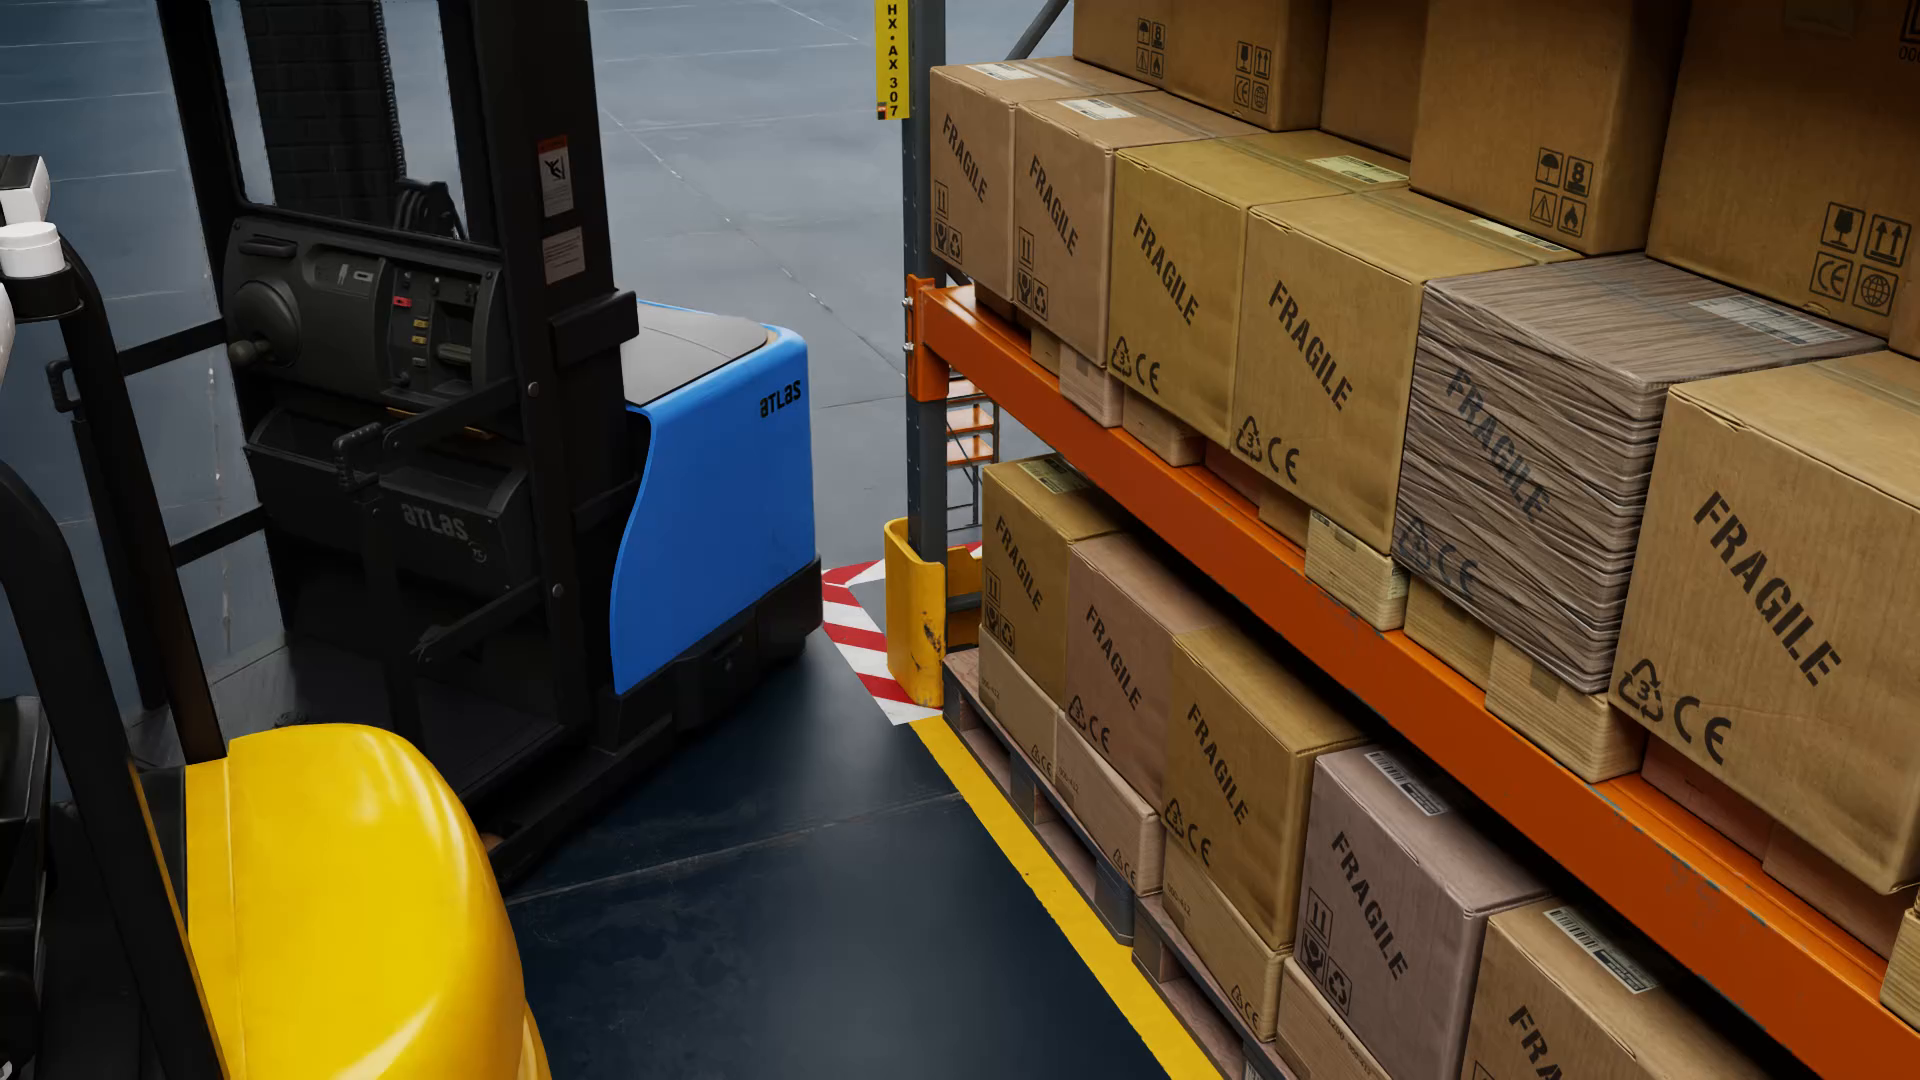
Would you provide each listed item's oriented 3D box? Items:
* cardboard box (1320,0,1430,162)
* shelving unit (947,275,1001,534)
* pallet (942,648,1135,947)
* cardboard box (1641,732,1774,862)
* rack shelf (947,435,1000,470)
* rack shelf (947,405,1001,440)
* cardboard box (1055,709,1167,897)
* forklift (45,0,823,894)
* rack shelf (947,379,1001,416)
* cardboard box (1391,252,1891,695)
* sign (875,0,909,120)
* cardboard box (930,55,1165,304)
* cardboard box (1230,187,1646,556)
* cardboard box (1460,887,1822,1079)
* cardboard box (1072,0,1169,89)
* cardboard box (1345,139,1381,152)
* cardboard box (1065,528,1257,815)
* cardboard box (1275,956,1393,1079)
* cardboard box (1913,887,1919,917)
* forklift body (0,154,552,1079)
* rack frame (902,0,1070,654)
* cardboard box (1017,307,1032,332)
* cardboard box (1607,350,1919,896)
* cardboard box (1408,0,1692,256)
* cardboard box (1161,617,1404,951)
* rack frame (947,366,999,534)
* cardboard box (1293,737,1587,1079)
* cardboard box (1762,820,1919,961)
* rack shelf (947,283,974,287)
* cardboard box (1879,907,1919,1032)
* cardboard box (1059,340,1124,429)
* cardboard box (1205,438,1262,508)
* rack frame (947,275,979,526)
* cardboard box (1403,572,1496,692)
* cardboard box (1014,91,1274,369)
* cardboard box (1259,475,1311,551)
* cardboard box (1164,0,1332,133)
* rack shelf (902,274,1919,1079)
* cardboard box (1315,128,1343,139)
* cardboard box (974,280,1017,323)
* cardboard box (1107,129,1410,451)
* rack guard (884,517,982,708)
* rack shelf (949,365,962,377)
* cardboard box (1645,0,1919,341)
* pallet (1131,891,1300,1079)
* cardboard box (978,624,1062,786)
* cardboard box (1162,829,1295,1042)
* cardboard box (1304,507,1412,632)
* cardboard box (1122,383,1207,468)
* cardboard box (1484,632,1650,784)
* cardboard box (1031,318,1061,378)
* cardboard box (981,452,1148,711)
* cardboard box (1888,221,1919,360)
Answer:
[{"bbox_3d":[1.205,-1.082,3.454,0.700,0.500,0.500,-11,28,-21],"label":"cardboard box"},{"bbox_3d":[-0.006,-0.545,5.999,0.258,1.200,0.189,-11,28,-21],"label":"shelving unit"},{"bbox_3d":[0.634,0.601,4.778,1.003,0.211,1.213,-11,28,-21],"label":"pallet"},{"bbox_3d":[1.259,0.313,2.477,0.380,0.149,0.250,-11,28,-21],"label":"cardboard box"},{"bbox_3d":[-0.006,-0.290,6.124,0.258,0.103,0.180,-11,28,-21],"label":"rack shelf"},{"bbox_3d":[-0.006,-0.397,6.071,0.258,0.103,0.180,-11,28,-21],"label":"rack shelf"},{"bbox_3d":[0.573,0.611,4.235,0.500,0.250,0.500,-10,28,-19],"label":"cardboard box"},{"bbox_3d":[-1.619,-0.539,4.013,1.130,2.935,3.031,14,29,26],"label":"forklift"},{"bbox_3d":[-0.006,-0.505,6.018,0.258,0.103,0.180,-11,28,-21],"label":"rack shelf"},{"bbox_3d":[1.067,-0.132,2.649,0.500,0.500,0.500,-10,28,-19],"label":"cardboard box"},{"bbox_3d":[-0.181,-1.312,4.532,0.100,0.325,0.005,-11,28,-21],"label":"sign"},{"bbox_3d":[0.248,-0.956,4.336,0.500,0.500,0.500,-11,28,-21],"label":"cardboard box"},{"bbox_3d":[0.862,-0.338,3.071,0.500,0.500,0.500,-11,28,-22],"label":"cardboard box"},{"bbox_3d":[1.205,0.911,2.767,0.500,0.500,0.500,-10,28,-20],"label":"cardboard box"},{"bbox_3d":[0.719,-1.476,4.261,0.700,0.500,0.500,-11,28,-22],"label":"cardboard box"},{"bbox_3d":[1.169,-0.618,3.643,0.500,0.500,0.500,-11,28,-21],"label":"cardboard box"},{"bbox_3d":[0.598,0.287,4.045,0.500,0.500,0.500,-12,28,-23],"label":"cardboard box"},{"bbox_3d":[0.993,1.034,3.370,0.500,0.250,0.500,-10,28,-20],"label":"cardboard box"},{"bbox_3d":[1.482,0.283,1.798,0.500,0.500,0.500,-11,28,-22],"label":"cardboard box"},{"bbox_3d":[-1.826,0.672,2.423,2.313,2.155,1.214,-11,28,-21],"label":"forklift body"},{"bbox_3d":[0.318,-1.016,4.913,1.000,3.000,0.127,-11,28,-21],"label":"rack frame"},{"bbox_3d":[0.373,-0.631,4.410,0.380,0.149,0.250,-10,28,-20],"label":"cardboard box"},{"bbox_3d":[1.274,0.077,2.221,0.500,0.500,0.500,-10,28,-19],"label":"cardboard box"},{"bbox_3d":[1.272,-0.856,2.993,0.700,0.500,0.500,-11,28,-21],"label":"cardboard box"},{"bbox_3d":[0.787,0.490,3.627,0.500,0.500,0.500,-10,28,-20],"label":"cardboard box"},{"bbox_3d":[0.030,-0.508,5.923,0.240,1.200,0.006,-11,28,-21],"label":"rack frame"},{"bbox_3d":[1.004,0.705,3.188,0.500,0.500,0.500,-9,27,-18],"label":"cardboard box"},{"bbox_3d":[1.344,0.416,2.266,0.380,0.149,0.250,-10,28,-20],"label":"cardboard box"},{"bbox_3d":[-0.006,-0.829,5.861,0.258,0.103,0.180,-11,28,-21],"label":"rack shelf"},{"bbox_3d":[1.374,0.534,2.023,0.380,0.149,0.250,-10,28,-19],"label":"cardboard box"},{"bbox_3d":[0.459,-0.400,3.937,0.380,0.149,0.250,-10,28,-20],"label":"cardboard box"},{"bbox_3d":[0.750,-0.205,3.537,0.380,0.149,0.250,-10,28,-19],"label":"cardboard box"},{"bbox_3d":[-0.042,-0.582,6.075,0.240,1.200,0.006,-11,28,-21],"label":"rack frame"},{"bbox_3d":[1.005,0.116,2.880,0.380,0.149,0.250,-11,28,-22],"label":"cardboard box"},{"bbox_3d":[0.454,-0.747,3.909,0.500,0.500,0.500,-10,28,-19],"label":"cardboard box"},{"bbox_3d":[0.826,-0.093,3.309,0.380,0.149,0.250,-11,28,-22],"label":"cardboard box"},{"bbox_3d":[0.910,-1.270,3.840,0.700,0.500,0.500,-10,28,-20],"label":"cardboard box"},{"bbox_3d":[1.101,0.114,3.417,1.077,0.370,4.000,-11,28,-21],"label":"rack shelf"},{"bbox_3d":[0.976,-0.820,4.058,0.500,0.500,0.500,-11,28,-20],"label":"cardboard box"},{"bbox_3d":[0.261,-0.731,4.614,0.380,0.149,0.250,-10,28,-20],"label":"cardboard box"},{"bbox_3d":[0.655,-0.542,3.488,0.500,0.500,0.500,-11,28,-22],"label":"cardboard box"},{"bbox_3d":[0.348,0.138,5.398,1.175,0.500,0.348,-11,28,-21],"label":"rack guard"},{"bbox_3d":[-0.006,-0.613,5.966,0.258,0.103,0.180,-11,28,-21],"label":"rack shelf"},{"bbox_3d":[1.560,-0.662,2.594,0.700,0.500,0.500,-11,28,-22],"label":"cardboard box"},{"bbox_3d":[1.107,1.093,3.770,1.003,0.211,1.213,-11,28,-21],"label":"pallet"},{"bbox_3d":[0.380,0.404,4.660,0.500,0.250,0.500,-11,28,-21],"label":"cardboard box"},{"bbox_3d":[0.798,0.829,3.788,0.500,0.250,0.500,-9,27,-17],"label":"cardboard box"},{"bbox_3d":[0.871,0.018,3.080,0.380,0.149,0.250,-10,28,-20],"label":"cardboard box"},{"bbox_3d":[0.591,-0.301,3.734,0.380,0.149,0.250,-10,28,-19],"label":"cardboard box"},{"bbox_3d":[1.077,0.224,2.658,0.380,0.149,0.250,-11,28,-21],"label":"cardboard box"},{"bbox_3d":[0.402,-0.510,4.162,0.380,0.149,0.250,-12,28,-22],"label":"cardboard box"},{"bbox_3d":[0.389,0.076,4.476,0.500,0.500,0.500,-12,28,-22],"label":"cardboard box"},{"bbox_3d":[1.732,-0.454,2.169,0.700,0.500,0.500,-10,28,-20],"label":"cardboard box"}]
